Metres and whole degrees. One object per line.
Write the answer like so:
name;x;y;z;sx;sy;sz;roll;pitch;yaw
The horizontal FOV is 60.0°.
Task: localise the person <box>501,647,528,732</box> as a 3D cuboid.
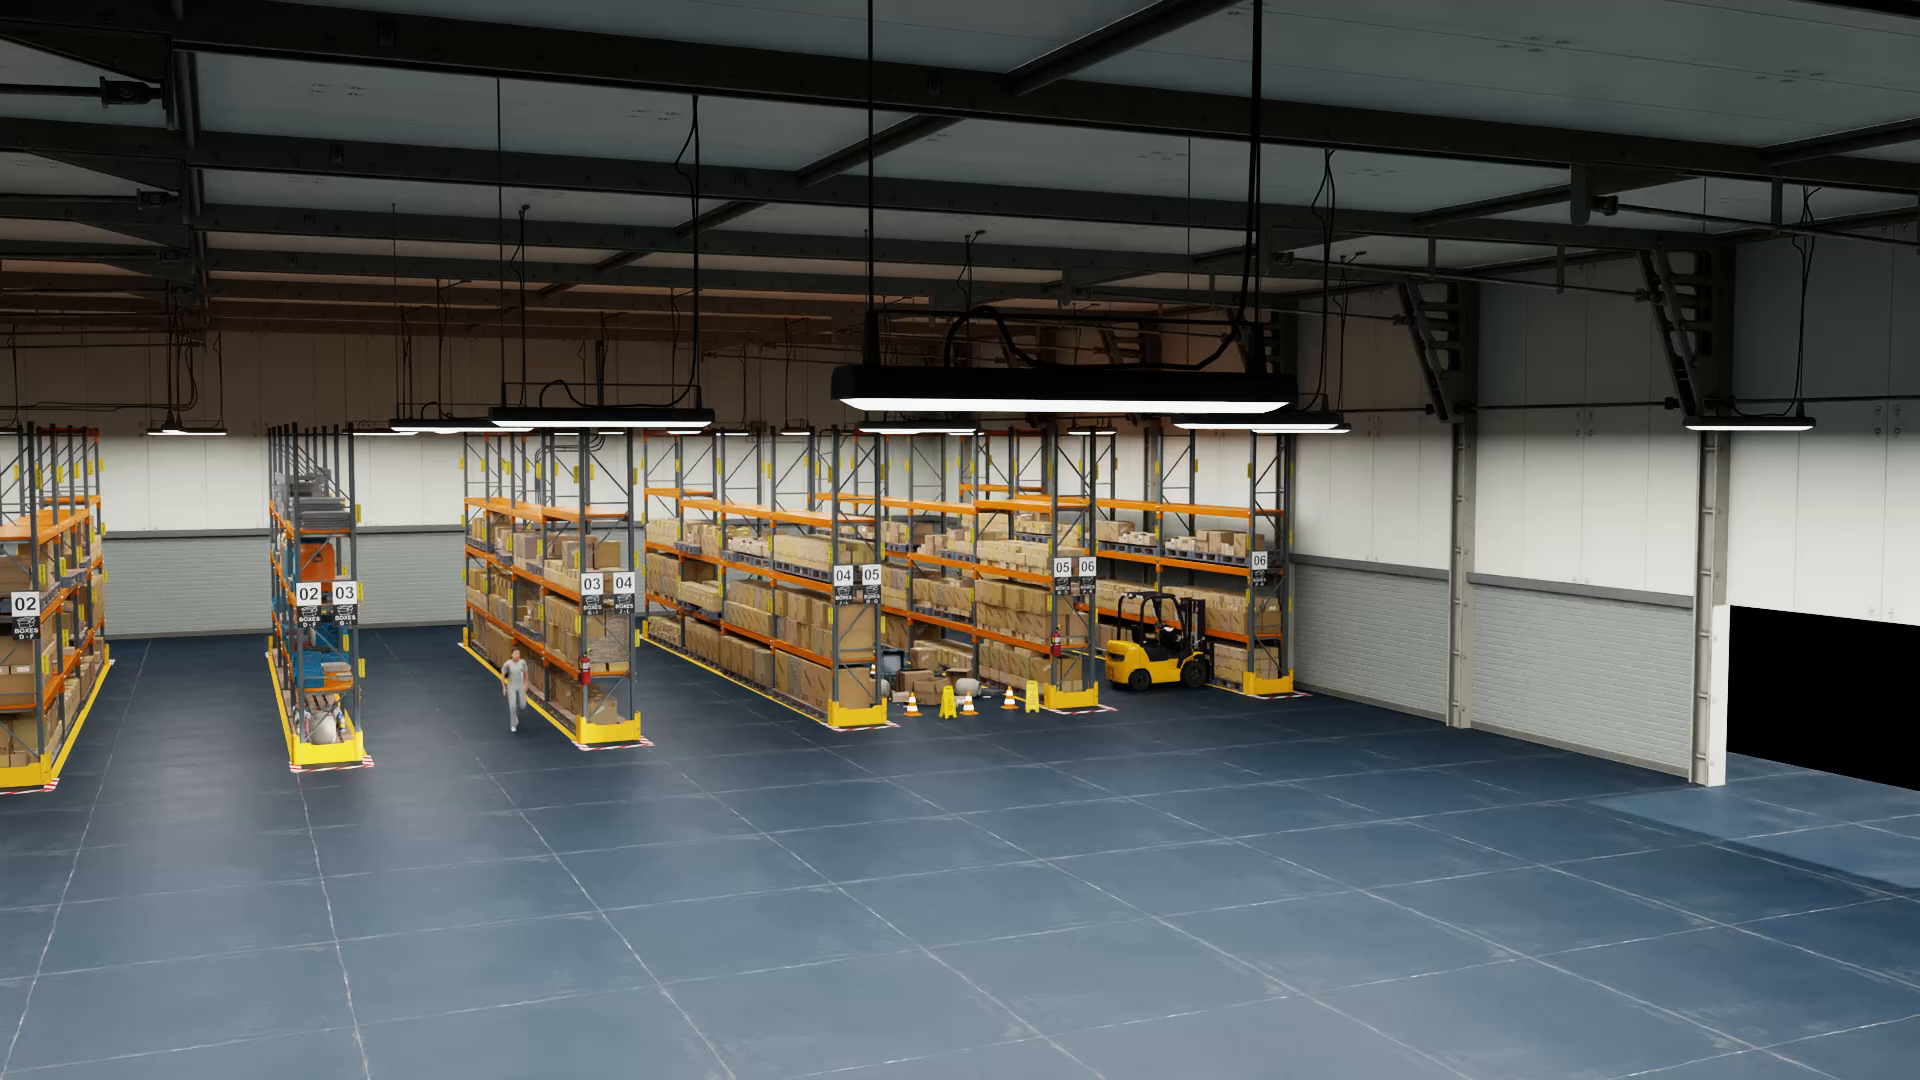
person;-8.773;2.909;32.700;0.523;1.654;0.640;-2;4;-31
